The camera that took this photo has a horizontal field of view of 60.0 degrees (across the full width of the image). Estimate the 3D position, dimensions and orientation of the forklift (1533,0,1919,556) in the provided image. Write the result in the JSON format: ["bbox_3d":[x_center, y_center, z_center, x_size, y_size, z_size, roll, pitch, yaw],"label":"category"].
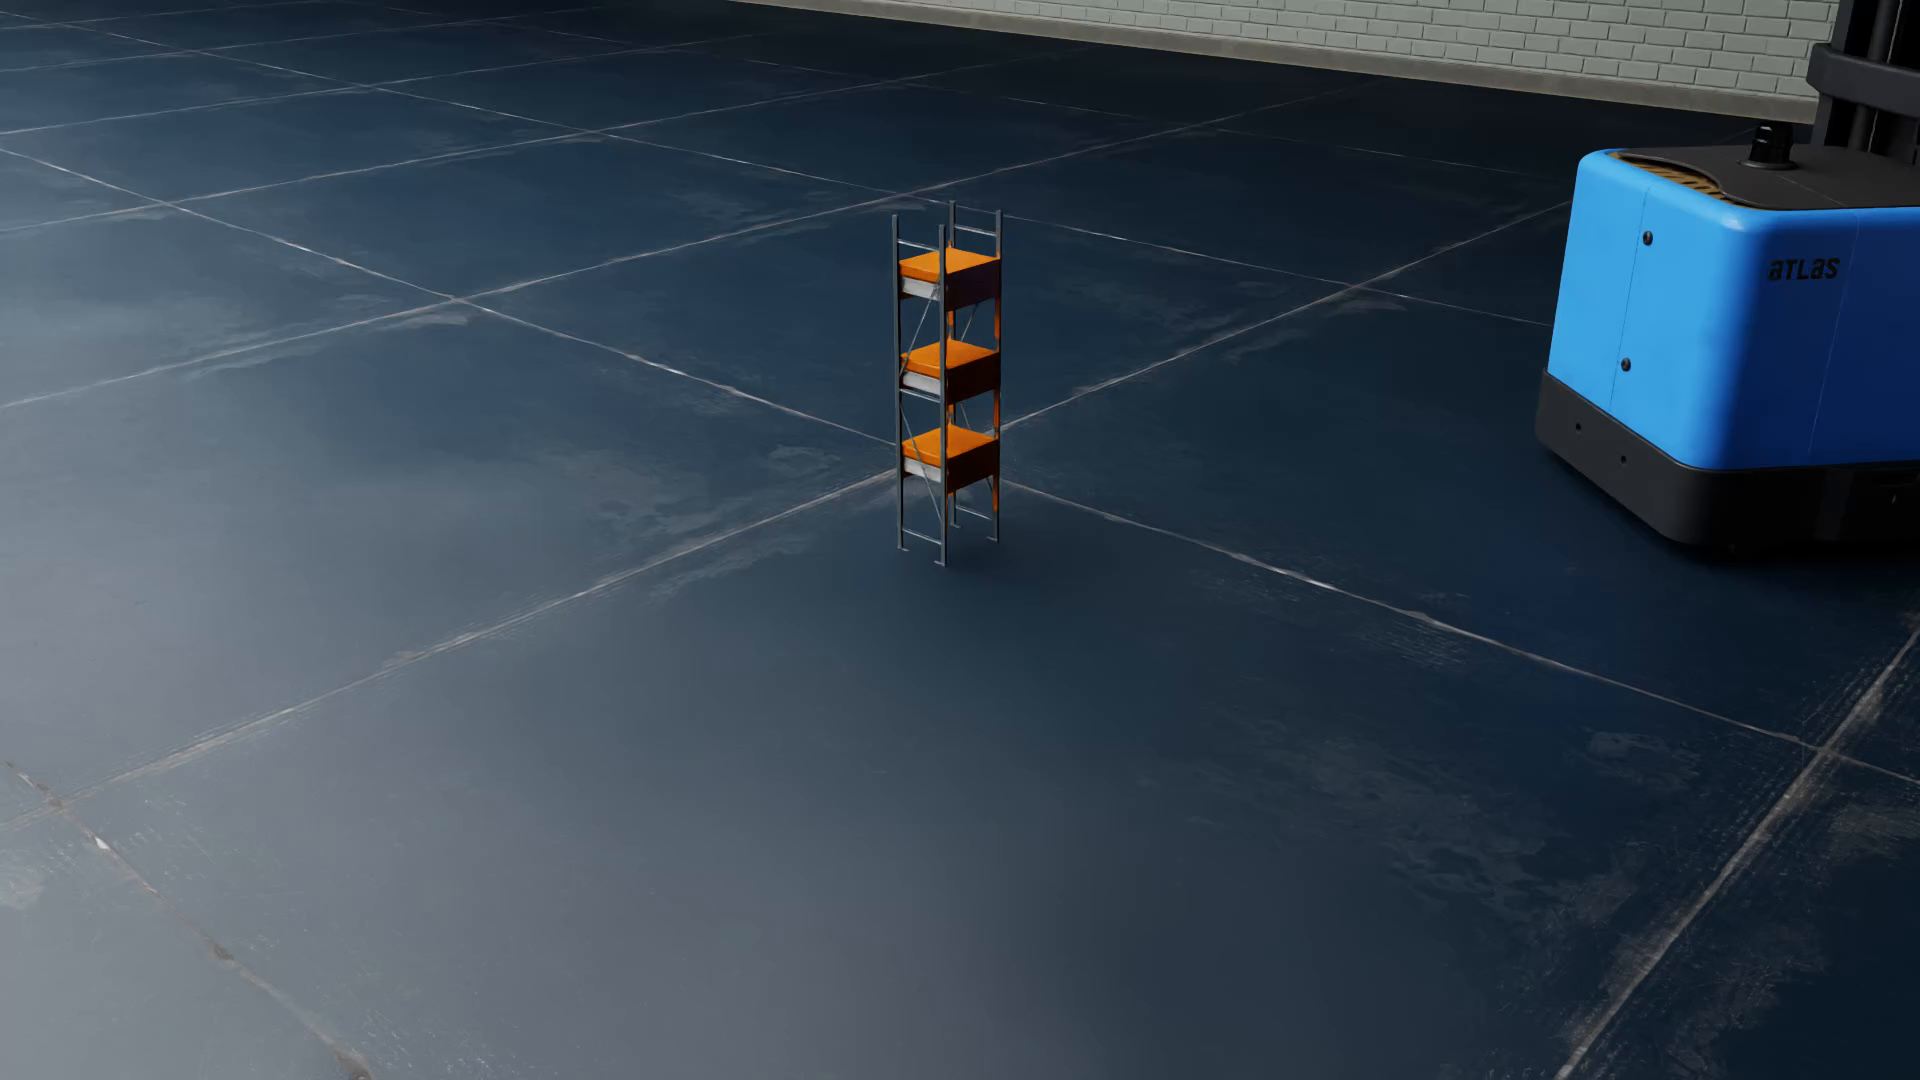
[{"bbox_3d":[3.594,-1.548,5.120,3.031,2.935,1.130,-3,24,-7],"label":"forklift"}]

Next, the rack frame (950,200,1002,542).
[{"bbox_3d":[0.046,-0.500,5.082,0.200,1.050,0.008,20,31,38],"label":"rack frame"}]

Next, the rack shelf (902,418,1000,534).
[{"bbox_3d":[-0.036,-0.199,5.117,0.215,0.259,0.240,20,31,38],"label":"rack shelf"}]

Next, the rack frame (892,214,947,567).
[{"bbox_3d":[-0.117,-0.426,4.916,0.200,1.050,0.008,20,31,38],"label":"rack frame"}]

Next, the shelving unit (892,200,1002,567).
[{"bbox_3d":[-0.036,-0.463,4.999,0.215,1.050,0.252,20,31,38],"label":"shelving unit"}]

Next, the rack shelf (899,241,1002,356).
[{"bbox_3d":[-0.036,-0.712,4.887,0.215,0.259,0.240,20,31,38],"label":"rack shelf"}]

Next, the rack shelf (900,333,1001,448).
[{"bbox_3d":[-0.036,-0.453,5.003,0.215,0.259,0.240,20,31,38],"label":"rack shelf"}]
